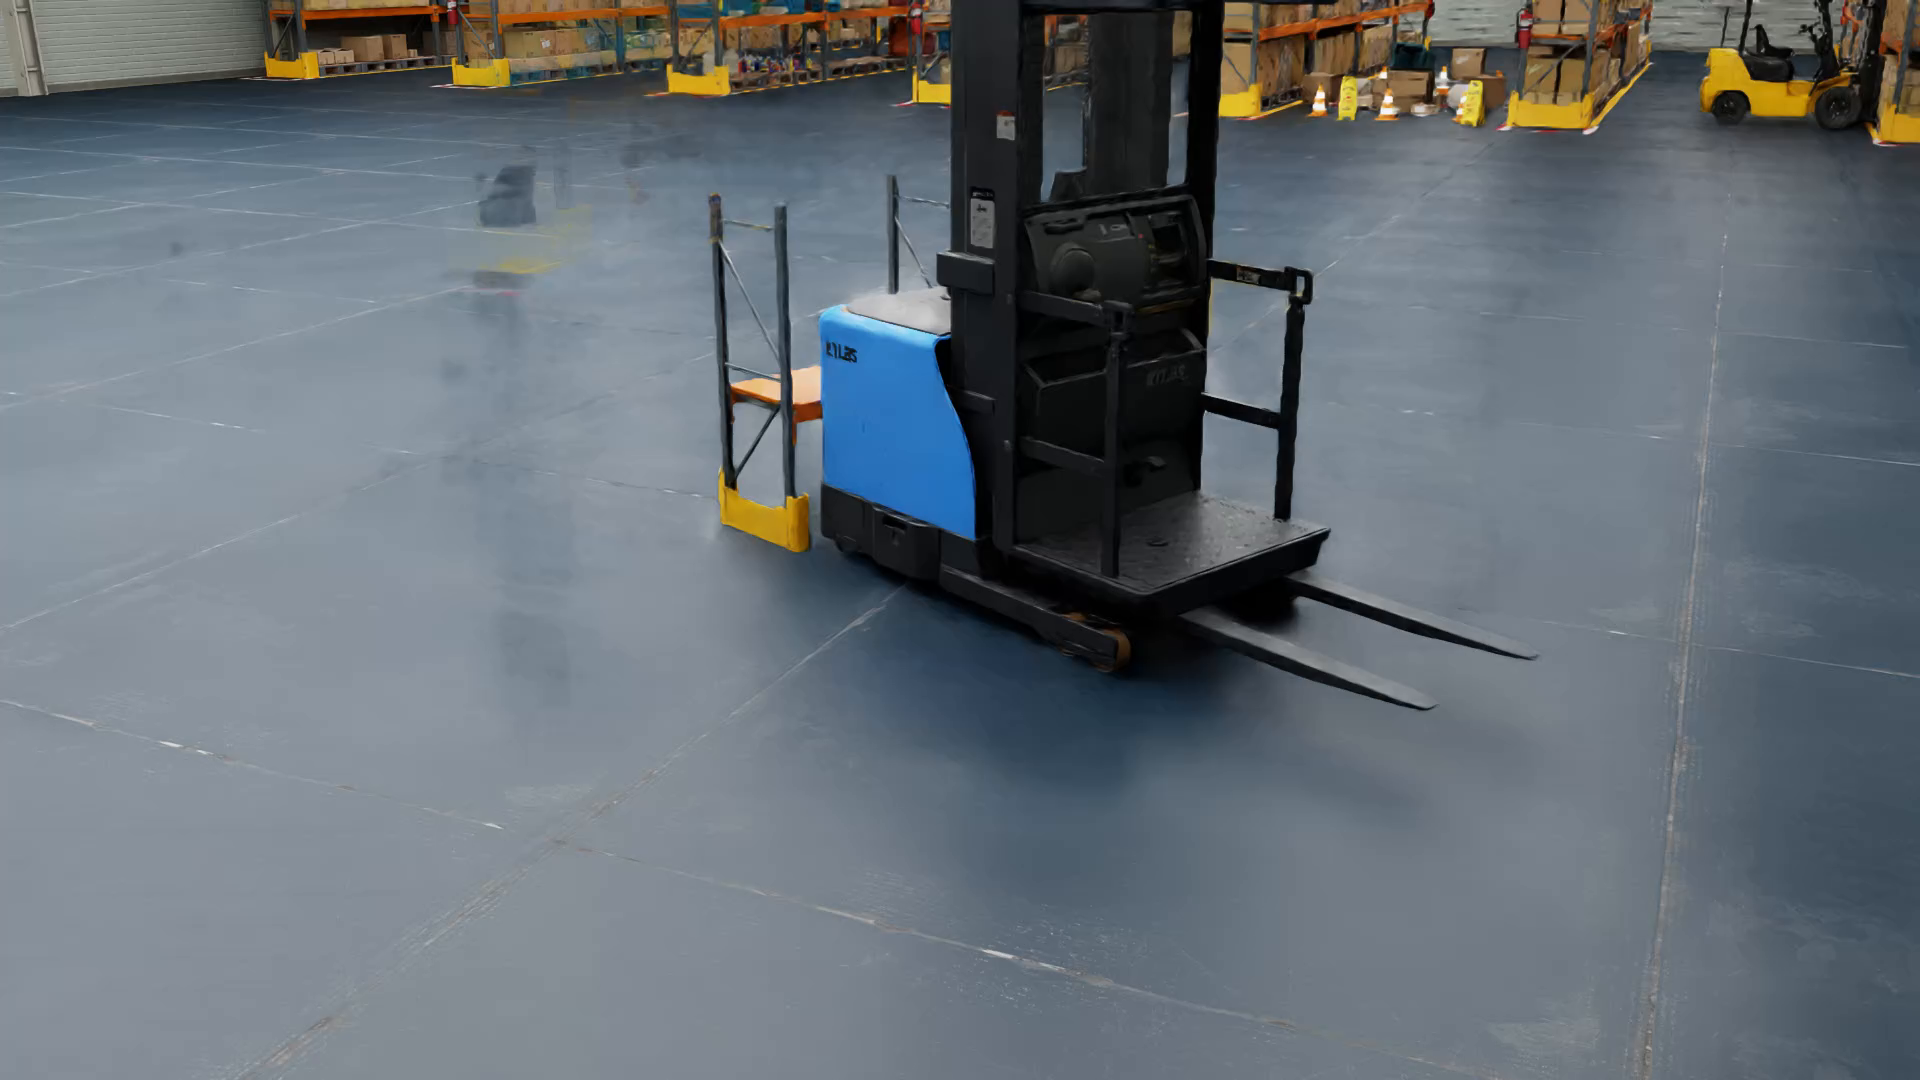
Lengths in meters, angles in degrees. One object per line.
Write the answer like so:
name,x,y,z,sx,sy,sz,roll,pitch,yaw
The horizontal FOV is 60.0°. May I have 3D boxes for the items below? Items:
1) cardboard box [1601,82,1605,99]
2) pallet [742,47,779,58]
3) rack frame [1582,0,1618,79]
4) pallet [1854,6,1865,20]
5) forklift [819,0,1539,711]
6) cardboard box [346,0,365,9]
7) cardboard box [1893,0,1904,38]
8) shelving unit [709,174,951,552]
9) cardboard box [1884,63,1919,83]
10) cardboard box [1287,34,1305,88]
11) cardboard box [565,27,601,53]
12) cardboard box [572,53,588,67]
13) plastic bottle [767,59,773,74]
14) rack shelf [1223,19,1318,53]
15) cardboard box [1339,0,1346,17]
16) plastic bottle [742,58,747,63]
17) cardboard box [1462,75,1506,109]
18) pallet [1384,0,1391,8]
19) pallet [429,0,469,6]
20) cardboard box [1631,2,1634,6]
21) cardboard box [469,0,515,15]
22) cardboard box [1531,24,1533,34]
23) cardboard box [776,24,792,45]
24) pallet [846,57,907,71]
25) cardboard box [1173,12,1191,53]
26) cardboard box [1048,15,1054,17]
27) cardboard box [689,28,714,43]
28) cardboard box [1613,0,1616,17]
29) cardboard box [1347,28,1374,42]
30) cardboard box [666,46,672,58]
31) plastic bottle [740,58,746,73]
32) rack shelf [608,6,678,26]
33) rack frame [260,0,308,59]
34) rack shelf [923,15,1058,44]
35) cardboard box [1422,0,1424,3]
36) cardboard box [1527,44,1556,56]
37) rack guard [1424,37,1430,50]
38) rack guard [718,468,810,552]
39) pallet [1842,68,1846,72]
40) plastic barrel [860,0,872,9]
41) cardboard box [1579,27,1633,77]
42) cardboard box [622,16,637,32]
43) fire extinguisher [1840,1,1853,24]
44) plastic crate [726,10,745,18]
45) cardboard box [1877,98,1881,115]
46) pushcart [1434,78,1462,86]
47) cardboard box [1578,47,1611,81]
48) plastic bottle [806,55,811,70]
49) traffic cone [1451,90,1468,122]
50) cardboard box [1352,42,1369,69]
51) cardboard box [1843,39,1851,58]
cardboard box,10.200,-7.318,27.047,0.500,0.250,0.500,8,21,21
pallet,-5.193,-12.021,40.957,1.003,0.211,1.213,9,21,23
rack frame,10.405,-8.798,27.730,1.000,3.000,0.127,9,21,23
pallet,16.787,-9.467,29.898,1.213,0.211,1.003,9,21,23
forklift,0.738,-1.087,6.150,1.130,2.935,3.031,-16,25,-38
cardboard box,-12.927,-11.334,35.055,0.500,0.250,0.500,8,21,22
cardboard box,13.690,-7.443,23.770,0.500,0.500,0.500,8,21,22
shelving unit,-0.526,-0.845,7.607,1.083,1.500,0.587,-18,26,-40
cardboard box,13.405,-6.609,23.560,0.500,0.250,0.500,9,21,24
cardboard box,5.527,-8.460,29.325,0.875,0.875,0.875,9,21,24
cardboard box,-7.878,-10.450,34.735,0.500,0.500,0.500,9,21,23
cardboard box,-8.067,-9.942,34.425,0.500,0.250,0.500,9,21,23
plastic bottle,-3.656,-9.120,32.033,0.061,0.283,0.133,9,21,24
rack shelf,5.029,-8.496,27.954,1.077,0.370,4.000,9,21,23
cardboard box,6.930,-10.079,31.184,0.500,0.500,0.500,9,21,24
plastic bottle,-4.255,-9.276,32.482,0.152,0.276,0.135,8,21,21
cardboard box,8.725,-7.480,27.752,0.500,0.500,0.500,-9,22,-24
pallet,8.678,-11.587,35.861,1.003,0.211,1.213,9,21,23
pallet,-11.747,-12.320,37.920,1.003,0.211,1.213,9,21,23
cardboard box,12.473,-10.065,31.517,0.500,0.250,0.500,8,21,22
cardboard box,-9.107,-10.483,32.320,0.700,0.500,0.500,9,21,23
cardboard box,8.728,-7.693,24.998,0.380,0.149,0.250,8,21,22
cardboard box,-4.547,-12.653,41.644,0.500,0.500,0.500,9,21,23
pallet,-1.869,-10.514,36.719,1.003,0.211,1.213,9,21,23
cardboard box,4.984,-11.991,39.252,0.875,0.875,0.875,9,21,23
cardboard box,1.545,-9.933,31.297,0.380,0.149,0.250,9,21,23
cardboard box,-6.024,-11.713,38.568,0.500,0.311,0.500,9,22,24
cardboard box,10.450,-8.815,27.186,0.500,0.500,0.500,8,21,21
cardboard box,8.197,-10.375,34.149,0.500,0.250,0.500,8,21,22
cardboard box,-6.651,-10.980,37.342,0.500,0.250,0.500,9,21,24
plastic bottle,-4.215,-9.222,32.321,0.061,0.283,0.133,9,21,23
rack shelf,-6.853,-11.790,37.219,1.077,0.370,4.000,9,21,23
rack frame,-13.831,-10.974,33.849,1.000,3.000,0.127,9,21,23
rack shelf,0.545,-9.207,29.955,1.077,0.370,4.000,9,21,23
cardboard box,10.750,-12.787,39.321,0.380,0.149,0.250,9,21,23
cardboard box,8.947,-7.538,25.578,0.380,0.149,0.250,9,22,24
rack guard,10.731,-11.913,40.221,1.175,0.500,0.348,9,21,23
rack guard,-0.887,-0.142,7.494,0.087,0.250,0.587,-18,26,-40
pallet,18.493,-9.459,33.752,1.003,0.211,1.213,9,21,23
plastic barrel,-2.085,-11.520,35.182,0.433,0.535,0.433,0,20,0
cardboard box,12.402,-9.417,32.016,0.875,0.875,0.875,8,21,22
cardboard box,-9.064,-13.610,43.844,0.750,0.750,0.750,9,21,23
fire extinguisher,19.488,-11.682,36.513,0.296,0.674,0.183,9,21,23
plastic crate,-4.132,-9.719,30.715,0.298,0.136,0.250,9,21,23
cardboard box,13.627,-6.287,24.146,0.500,0.250,0.500,9,21,23
pushcart,8.305,-7.860,29.006,1.648,0.377,0.936,1,20,4
cardboard box,10.408,-7.836,27.383,0.500,0.500,0.500,8,21,22
plastic bottle,-3.050,-9.572,33.305,0.061,0.283,0.133,10,22,25
traffic cone,7.767,-6.688,25.584,0.336,0.463,0.334,9,21,23
cardboard box,8.008,-9.870,33.849,0.500,0.500,0.500,8,21,20
cardboard box,18.819,-10.228,34.857,0.500,0.500,0.500,9,21,24
